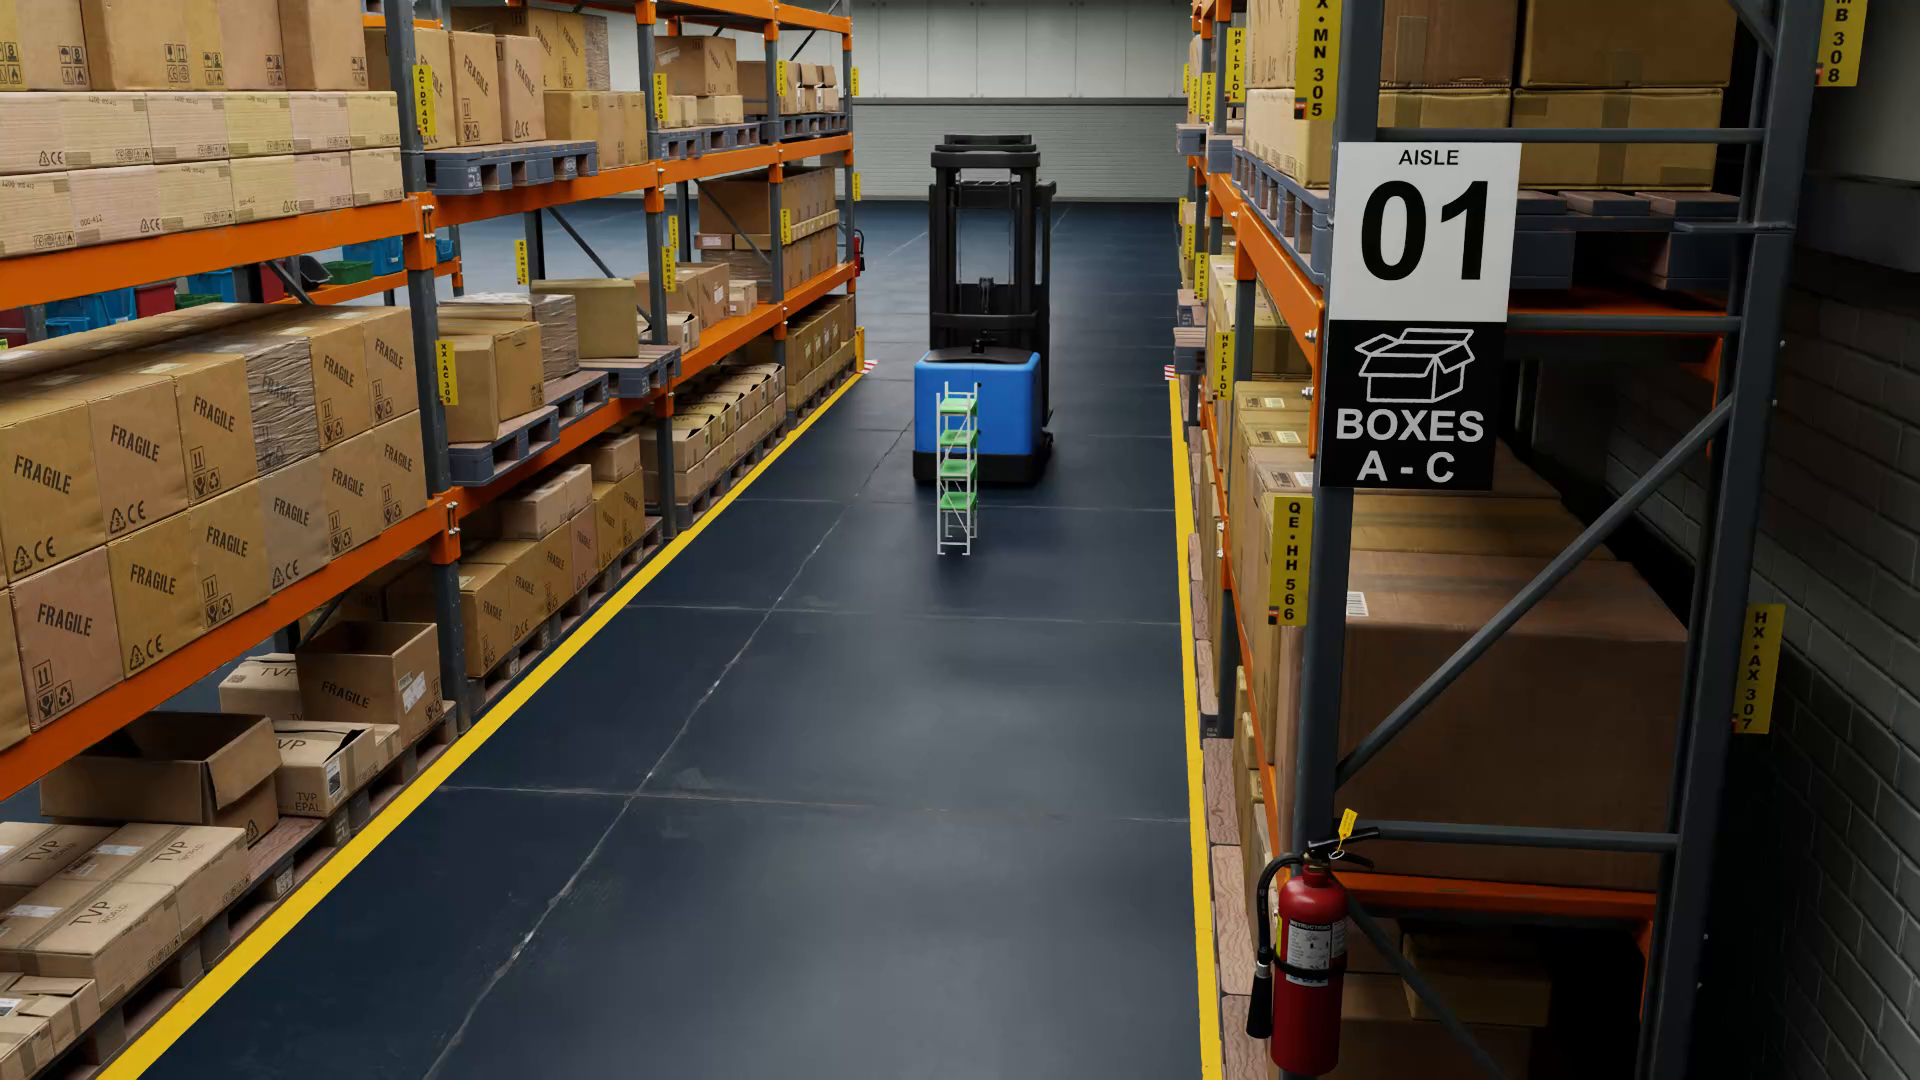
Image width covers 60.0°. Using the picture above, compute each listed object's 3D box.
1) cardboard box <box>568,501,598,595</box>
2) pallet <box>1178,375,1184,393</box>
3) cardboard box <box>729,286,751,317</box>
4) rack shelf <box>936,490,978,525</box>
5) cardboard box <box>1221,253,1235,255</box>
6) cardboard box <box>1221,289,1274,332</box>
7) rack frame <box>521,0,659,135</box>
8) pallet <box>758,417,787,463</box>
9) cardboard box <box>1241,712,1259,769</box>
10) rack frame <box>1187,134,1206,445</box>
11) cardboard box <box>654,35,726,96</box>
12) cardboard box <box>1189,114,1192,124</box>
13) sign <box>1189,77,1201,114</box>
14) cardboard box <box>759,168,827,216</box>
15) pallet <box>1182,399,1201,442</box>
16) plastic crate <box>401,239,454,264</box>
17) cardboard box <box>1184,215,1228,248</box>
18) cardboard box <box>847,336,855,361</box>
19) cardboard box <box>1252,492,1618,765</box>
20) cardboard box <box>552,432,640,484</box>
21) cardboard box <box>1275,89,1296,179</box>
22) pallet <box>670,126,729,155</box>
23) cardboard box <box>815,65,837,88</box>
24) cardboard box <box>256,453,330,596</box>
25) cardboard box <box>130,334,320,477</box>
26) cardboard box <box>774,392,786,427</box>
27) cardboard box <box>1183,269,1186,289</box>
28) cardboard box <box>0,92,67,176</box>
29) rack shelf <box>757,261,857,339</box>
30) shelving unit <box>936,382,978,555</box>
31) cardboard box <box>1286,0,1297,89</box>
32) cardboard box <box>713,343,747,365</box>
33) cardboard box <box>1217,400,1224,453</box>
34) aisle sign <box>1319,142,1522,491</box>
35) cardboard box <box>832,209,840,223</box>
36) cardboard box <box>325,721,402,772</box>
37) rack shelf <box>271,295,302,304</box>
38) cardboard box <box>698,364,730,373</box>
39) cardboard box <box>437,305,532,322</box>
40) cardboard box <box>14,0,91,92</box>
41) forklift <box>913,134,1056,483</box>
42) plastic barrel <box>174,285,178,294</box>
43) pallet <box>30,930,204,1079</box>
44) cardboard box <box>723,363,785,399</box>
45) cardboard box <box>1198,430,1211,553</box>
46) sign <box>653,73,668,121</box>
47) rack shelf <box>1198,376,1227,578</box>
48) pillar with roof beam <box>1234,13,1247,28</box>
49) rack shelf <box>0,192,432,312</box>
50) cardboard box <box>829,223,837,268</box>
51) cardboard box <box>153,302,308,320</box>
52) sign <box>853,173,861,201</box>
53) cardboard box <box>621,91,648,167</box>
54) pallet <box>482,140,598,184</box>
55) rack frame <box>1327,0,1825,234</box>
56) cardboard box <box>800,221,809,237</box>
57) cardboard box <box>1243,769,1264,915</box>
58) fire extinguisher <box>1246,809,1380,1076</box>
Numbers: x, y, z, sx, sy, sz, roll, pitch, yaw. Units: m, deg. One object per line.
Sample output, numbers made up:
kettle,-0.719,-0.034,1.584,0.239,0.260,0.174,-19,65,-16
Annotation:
cardboard box,-2.658,0.040,10.713,0.500,0.500,0.500,1,15,4
pallet,3.016,-1.829,19.020,1.003,0.211,1.213,2,15,6
cardboard box,-2.139,-2.213,15.358,0.396,0.266,0.258,1,15,5
rack shelf,-0.019,-0.243,12.426,0.258,0.148,0.480,2,15,6
cardboard box,2.410,-2.036,13.410,0.700,0.500,0.500,2,15,6
cardboard box,1.720,-1.248,9.296,0.500,0.250,0.500,2,15,7
rack frame,-2.674,-4.370,11.584,1.000,3.000,0.127,2,15,6
pallet,-2.267,-0.973,15.857,1.003,0.211,1.213,2,15,6
cardboard box,1.332,0.809,6.666,0.380,0.149,0.250,1,15,5
rack frame,2.700,-2.367,15.668,1.000,3.000,0.127,2,15,6
cardboard box,-2.373,-4.145,14.543,0.500,0.500,0.500,3,15,12
cardboard box,2.714,-4.558,17.794,0.500,0.500,0.500,2,15,9
sign,2.160,-4.078,15.260,0.100,0.325,0.005,2,15,6
cardboard box,-1.897,-3.952,18.856,0.700,0.500,0.500,1,15,5
pallet,2.740,-1.196,16.680,1.003,0.211,1.213,2,15,6
plastic crate,-6.452,-3.485,20.090,0.499,0.251,0.616,2,15,6
cardboard box,2.564,-3.057,17.035,0.500,0.500,0.500,1,15,5
cardboard box,-1.538,-2.277,19.798,0.500,0.250,0.500,2,15,6
cardboard box,1.464,0.279,5.308,0.980,0.700,0.700,2,15,6
cardboard box,-2.549,-0.578,11.561,0.500,0.250,0.500,2,15,8
cardboard box,1.222,-1.214,4.948,0.500,0.250,0.500,1,15,4
pallet,-2.563,-3.300,13.734,1.003,0.211,1.213,2,15,9
cardboard box,-1.840,-5.168,19.011,0.797,0.503,0.637,3,15,10
cardboard box,-3.039,-0.081,7.022,0.500,0.500,0.500,2,15,8
cardboard box,-3.037,-0.565,6.898,0.500,0.500,0.500,2,15,7
cardboard box,-1.982,-1.271,16.078,0.500,0.250,0.500,2,15,6
cardboard box,2.558,-2.695,17.133,0.500,0.250,0.500,2,15,6
cardboard box,-3.197,-1.271,5.200,0.500,0.250,0.500,2,15,6
rack shelf,-1.997,-2.683,18.216,1.077,0.370,4.000,2,15,6
shelving unit,-0.019,-0.536,12.347,0.258,1.200,0.503,2,15,6
cardboard box,1.224,-1.570,4.830,0.500,0.500,0.500,2,15,8
cardboard box,-2.320,-2.005,17.357,0.500,0.500,0.500,2,15,6
cardboard box,1.646,-0.753,8.900,0.500,0.500,0.500,2,15,7
aisle sign,1.039,-0.499,3.782,0.394,0.787,0.004,2,15,6
cardboard box,-1.625,-3.806,19.555,0.380,0.149,0.250,1,15,5
cardboard box,-2.891,0.982,7.901,0.380,0.149,0.250,2,15,6
rack shelf,-7.370,-1.792,14.922,1.077,0.370,4.000,2,15,6
cardboard box,-2.517,-1.558,16.065,0.500,0.311,0.500,2,15,6
cardboard box,-2.987,-1.148,10.164,0.700,0.500,0.500,-2,15,-8
cardboard box,-3.445,-1.772,5.615,0.700,0.500,0.500,2,15,6
forklift,0.298,-2.241,15.336,1.130,2.935,3.031,2,15,7
plastic barrel,-7.446,-2.253,15.512,0.301,0.262,0.301,0,15,0
pallet,-3.479,1.721,5.895,1.003,0.211,1.213,2,15,6
cardboard box,-1.984,-1.544,16.015,0.500,0.311,0.500,2,15,6
cardboard box,2.035,-0.307,11.366,0.750,0.750,0.750,1,15,6
sign,-2.135,-3.155,11.847,0.100,0.325,0.005,2,15,6
rack shelf,2.023,-0.463,10.006,1.077,0.370,4.000,2,15,6
pillar with roof beam,1.685,-10.888,35.689,9.100,9.000,0.400,2,15,6
rack shelf,-3.351,-1.019,6.314,1.077,0.370,4.000,2,15,6
cardboard box,-1.837,-3.476,19.581,0.700,0.500,0.500,2,15,6
cardboard box,-3.458,-0.854,7.965,0.500,0.500,0.500,2,15,8
sign,-1.234,-4.203,19.786,0.100,0.325,0.005,2,15,6
cardboard box,-2.690,-2.856,11.540,0.910,0.500,0.500,2,15,6
pallet,-2.868,-2.230,9.776,1.213,0.211,1.003,2,15,6
rack frame,1.346,-2.150,3.374,1.000,3.000,0.127,2,15,6
cardboard box,-1.829,-3.339,17.829,0.380,0.149,0.250,2,15,6
cardboard box,1.491,1.166,6.586,0.700,0.500,0.500,2,15,8
fire extinguisher,0.870,0.989,4.122,0.296,0.674,0.183,2,15,6
